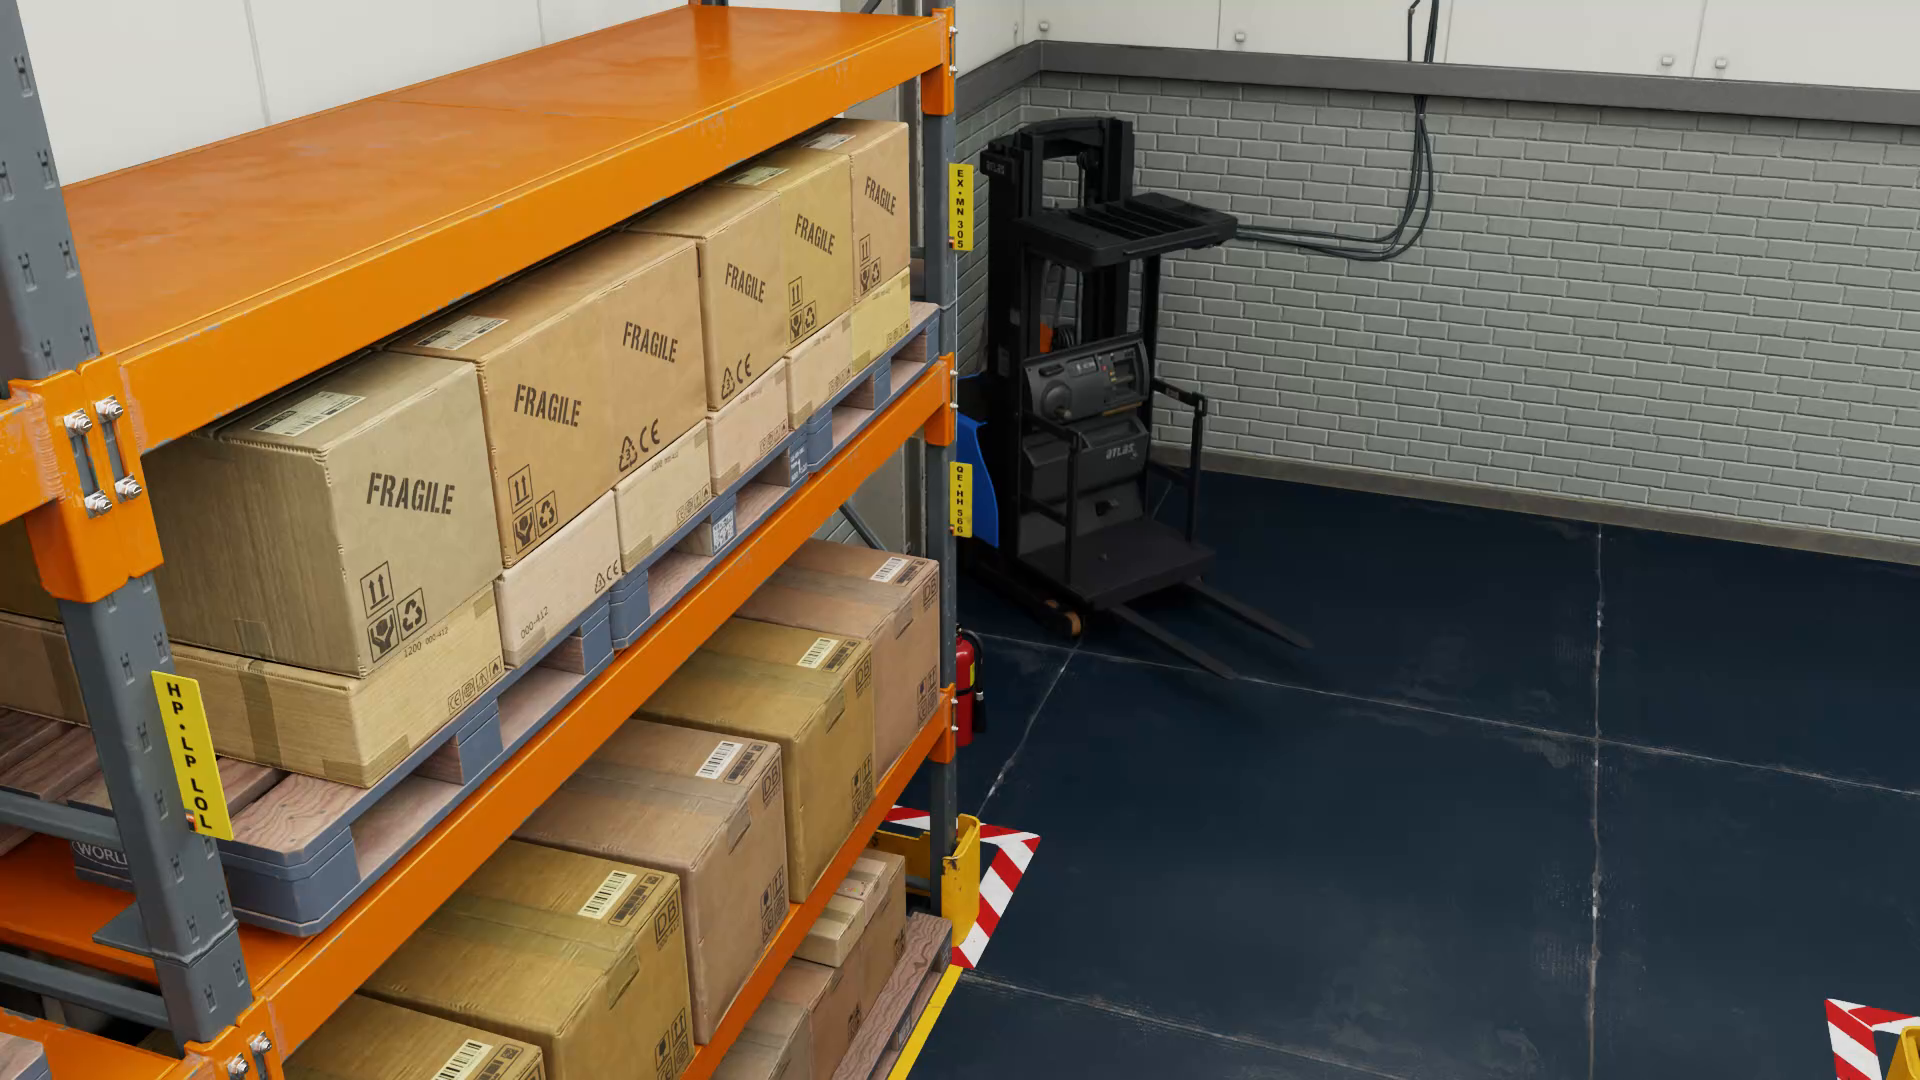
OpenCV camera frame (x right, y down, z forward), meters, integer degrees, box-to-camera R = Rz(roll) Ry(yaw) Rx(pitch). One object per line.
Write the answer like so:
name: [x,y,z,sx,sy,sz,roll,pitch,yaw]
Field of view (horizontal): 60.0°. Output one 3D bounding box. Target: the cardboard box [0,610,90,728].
cardboard box: [-1.831,0.192,3.768,0.500,0.250,0.500,9,27,18]

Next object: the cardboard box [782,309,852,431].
cardboard box: [-0.672,-0.583,5.369,0.500,0.250,0.500,8,27,15]

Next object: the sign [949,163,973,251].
sign: [0.001,-1.248,6.243,0.100,0.325,0.005,9,27,17]

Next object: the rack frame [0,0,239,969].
rack frame: [-1.837,-0.676,2.544,1.000,3.000,0.127,9,27,17]

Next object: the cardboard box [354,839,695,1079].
cardboard box: [-1.393,1.369,4.860,0.980,0.700,0.700,8,27,16]

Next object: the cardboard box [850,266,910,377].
cardboard box: [-0.499,-0.797,5.811,0.500,0.250,0.500,10,27,19]

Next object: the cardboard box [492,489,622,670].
cardboard box: [-1.176,0.054,4.053,0.500,0.250,0.500,8,27,16]

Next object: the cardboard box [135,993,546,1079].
cardboard box: [-1.641,1.668,4.242,0.980,0.700,0.700,9,27,18]

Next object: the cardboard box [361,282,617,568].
cardboard box: [-1.170,-0.295,3.913,0.500,0.500,0.500,8,27,16]

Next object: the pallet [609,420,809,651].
pallet: [-1.147,-0.121,4.940,1.003,0.211,1.213,9,27,17]

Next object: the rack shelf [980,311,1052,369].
rack shelf: [0.401,-1.338,11.975,0.431,0.518,0.480,10,0,17]

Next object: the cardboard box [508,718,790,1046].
cardboard box: [-1.160,1.069,5.480,0.980,0.700,0.700,7,27,15]

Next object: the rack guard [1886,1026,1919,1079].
rack guard: [4.141,2.253,6.246,1.175,0.500,0.348,9,27,17]

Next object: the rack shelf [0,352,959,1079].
rack shelf: [-1.172,0.176,5.052,1.077,0.370,4.000,9,27,17]

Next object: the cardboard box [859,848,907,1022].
cardboard box: [-0.645,1.618,7.076,0.700,0.500,0.500,9,27,17]

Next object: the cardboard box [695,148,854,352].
cardboard box: [-0.669,-0.930,5.224,0.500,0.500,0.500,10,27,19]

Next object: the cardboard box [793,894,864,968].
cardboard box: [-0.600,1.511,6.554,0.380,0.149,0.250,9,27,19]

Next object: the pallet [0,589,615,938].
pallet: [-1.555,0.379,3.908,1.003,0.211,1.213,9,27,17]

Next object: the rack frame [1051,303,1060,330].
rack frame: [0.472,-1.338,12.209,0.400,2.100,0.015,10,0,17]

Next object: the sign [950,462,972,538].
sign: [0.001,-0.163,6.768,0.100,0.325,0.005,9,27,17]

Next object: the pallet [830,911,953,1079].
pallet: [-0.698,1.975,7.152,1.003,0.211,1.213,9,27,17]

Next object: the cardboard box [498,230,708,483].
cardboard box: [-1.011,-0.498,4.334,0.500,0.500,0.500,9,27,18]

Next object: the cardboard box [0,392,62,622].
cardboard box: [-1.825,-0.151,3.616,0.500,0.500,0.500,9,27,17]

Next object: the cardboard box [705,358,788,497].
cardboard box: [-0.840,-0.368,4.926,0.500,0.250,0.500,8,27,16]

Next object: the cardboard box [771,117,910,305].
cardboard box: [-0.492,-1.134,5.646,0.500,0.500,0.500,9,27,17]

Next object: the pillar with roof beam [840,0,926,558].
pillar with roof beam: [3.636,-2.931,7.200,9.100,9.000,0.400,9,27,17]

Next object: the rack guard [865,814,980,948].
rack guard: [-0.498,1.495,7.812,1.175,0.500,0.348,9,27,17]

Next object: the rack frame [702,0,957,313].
rack frame: [-0.506,-2.320,5.939,1.000,3.000,0.127,9,27,17]

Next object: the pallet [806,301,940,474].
pallet: [-0.743,-0.624,5.979,1.003,0.211,1.213,9,27,17]

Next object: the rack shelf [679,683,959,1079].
rack shelf: [-1.172,1.526,5.706,1.077,0.370,4.000,9,27,17]

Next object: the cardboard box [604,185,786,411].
cardboard box: [-0.835,-0.714,4.779,0.500,0.500,0.500,8,27,15]

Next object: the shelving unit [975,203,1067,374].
shelving unit: [0.404,-1.351,11.975,0.431,2.100,0.503,10,0,17]

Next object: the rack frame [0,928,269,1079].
rack frame: [-1.837,2.024,3.851,1.000,3.000,0.127,9,27,17]

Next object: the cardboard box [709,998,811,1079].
cardboard box: [-0.978,2.031,6.224,0.700,0.500,0.500,8,27,16]

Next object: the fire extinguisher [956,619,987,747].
fire extinguisher: [-0.021,0.588,7.334,0.296,0.674,0.183,9,27,17]

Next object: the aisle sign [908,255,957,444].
aisle sign: [-0.199,-0.776,6.651,0.394,0.787,0.004,9,27,17]

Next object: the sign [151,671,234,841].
sign: [-1.322,0.374,2.862,0.100,0.325,0.005,9,27,17]

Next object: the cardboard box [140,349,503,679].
cardboard box: [-1.335,-0.083,3.475,0.500,0.500,0.500,8,27,17]

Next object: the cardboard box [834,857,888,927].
cardboard box: [-0.516,1.406,6.771,0.380,0.149,0.250,8,27,17]

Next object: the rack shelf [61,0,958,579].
rack shelf: [-1.172,-0.994,4.486,1.077,0.370,4.000,9,27,17]

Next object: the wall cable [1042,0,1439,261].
wall cable: [1.713,-3.195,11.309,3.097,2.526,0.112,9,27,17]

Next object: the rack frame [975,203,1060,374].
rack frame: [0.335,-1.364,11.741,0.400,2.100,0.015,10,0,17]

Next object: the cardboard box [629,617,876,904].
cardboard box: [-0.898,0.757,6.124,0.980,0.700,0.700,9,27,17]

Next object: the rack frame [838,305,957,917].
rack frame: [-0.506,0.380,7.246,1.000,3.000,0.127,9,27,17]

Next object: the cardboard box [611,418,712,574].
cardboard box: [-1.012,-0.158,4.491,0.500,0.250,0.500,8,27,16]

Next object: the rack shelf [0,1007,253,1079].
rack shelf: [-2.503,1.819,1.657,1.077,0.370,4.000,9,27,17]

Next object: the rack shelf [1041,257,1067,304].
rack shelf: [0.518,-2.028,11.979,0.431,0.518,0.480,10,0,17]

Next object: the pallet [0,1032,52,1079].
pallet: [-2.096,1.144,2.447,0.805,0.209,1.217,8,27,15]

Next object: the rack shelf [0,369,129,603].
rack shelf: [-2.503,0.649,1.091,1.077,0.370,4.000,9,27,17]

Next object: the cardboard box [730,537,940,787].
cardboard box: [-0.666,0.456,6.745,0.980,0.700,0.700,10,28,20]

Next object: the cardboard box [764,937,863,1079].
cardboard box: [-0.811,1.824,6.651,0.700,0.500,0.500,9,27,17]

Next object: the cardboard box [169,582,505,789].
cardboard box: [-1.359,0.262,3.625,0.500,0.250,0.500,9,27,17]

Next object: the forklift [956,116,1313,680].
forklift: [0.914,-0.955,10.083,1.130,2.935,3.031,-17,31,-31]
